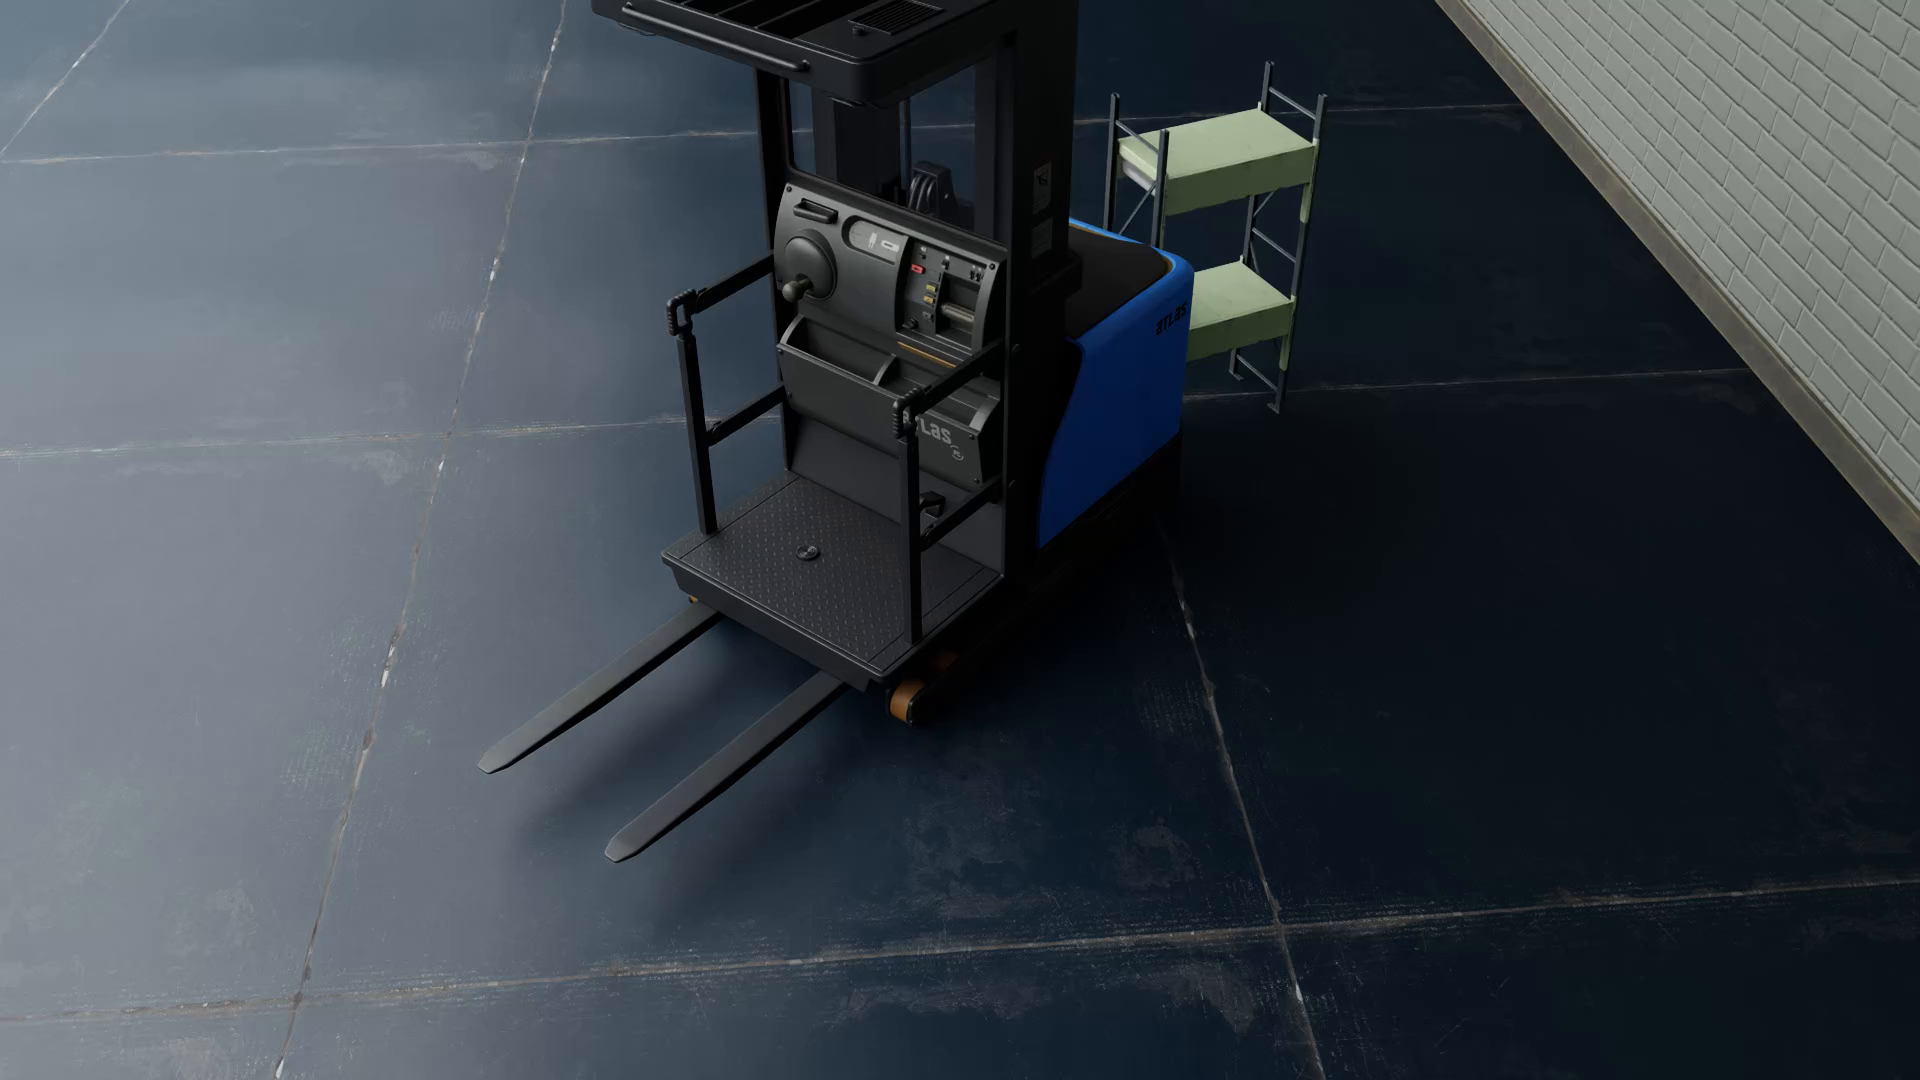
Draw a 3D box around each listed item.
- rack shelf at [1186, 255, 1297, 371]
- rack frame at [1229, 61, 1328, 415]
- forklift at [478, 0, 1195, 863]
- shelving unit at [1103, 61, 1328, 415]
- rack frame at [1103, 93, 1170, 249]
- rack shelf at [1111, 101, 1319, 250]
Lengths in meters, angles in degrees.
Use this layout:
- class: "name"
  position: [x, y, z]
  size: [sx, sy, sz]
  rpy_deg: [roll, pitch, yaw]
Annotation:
- class: "rack shelf"
  position: [1.023, -0.907, 7.215]
  size: [0.720, 0.370, 0.431]
  rpy_deg: [-17, 41, -20]
- class: "rack frame"
  position: [1.351, -1.264, 7.141]
  size: [0.023, 1.500, 0.400]
  rpy_deg: [-17, 41, -20]
- class: "forklift"
  position: [-0.388, -0.845, 5.455]
  size: [1.130, 2.935, 3.031]
  rpy_deg: [26, 45, 29]
- class: "shelving unit"
  position: [1.023, -1.163, 7.013]
  size: [0.755, 1.500, 0.431]
  rpy_deg: [-17, 41, -20]
- class: "rack frame"
  position: [0.695, -1.063, 6.886]
  size: [0.023, 1.500, 0.400]
  rpy_deg: [-17, 41, -20]
- class: "rack shelf"
  position: [1.023, -1.470, 6.772]
  size: [0.720, 0.370, 0.431]
  rpy_deg: [-17, 41, -20]
